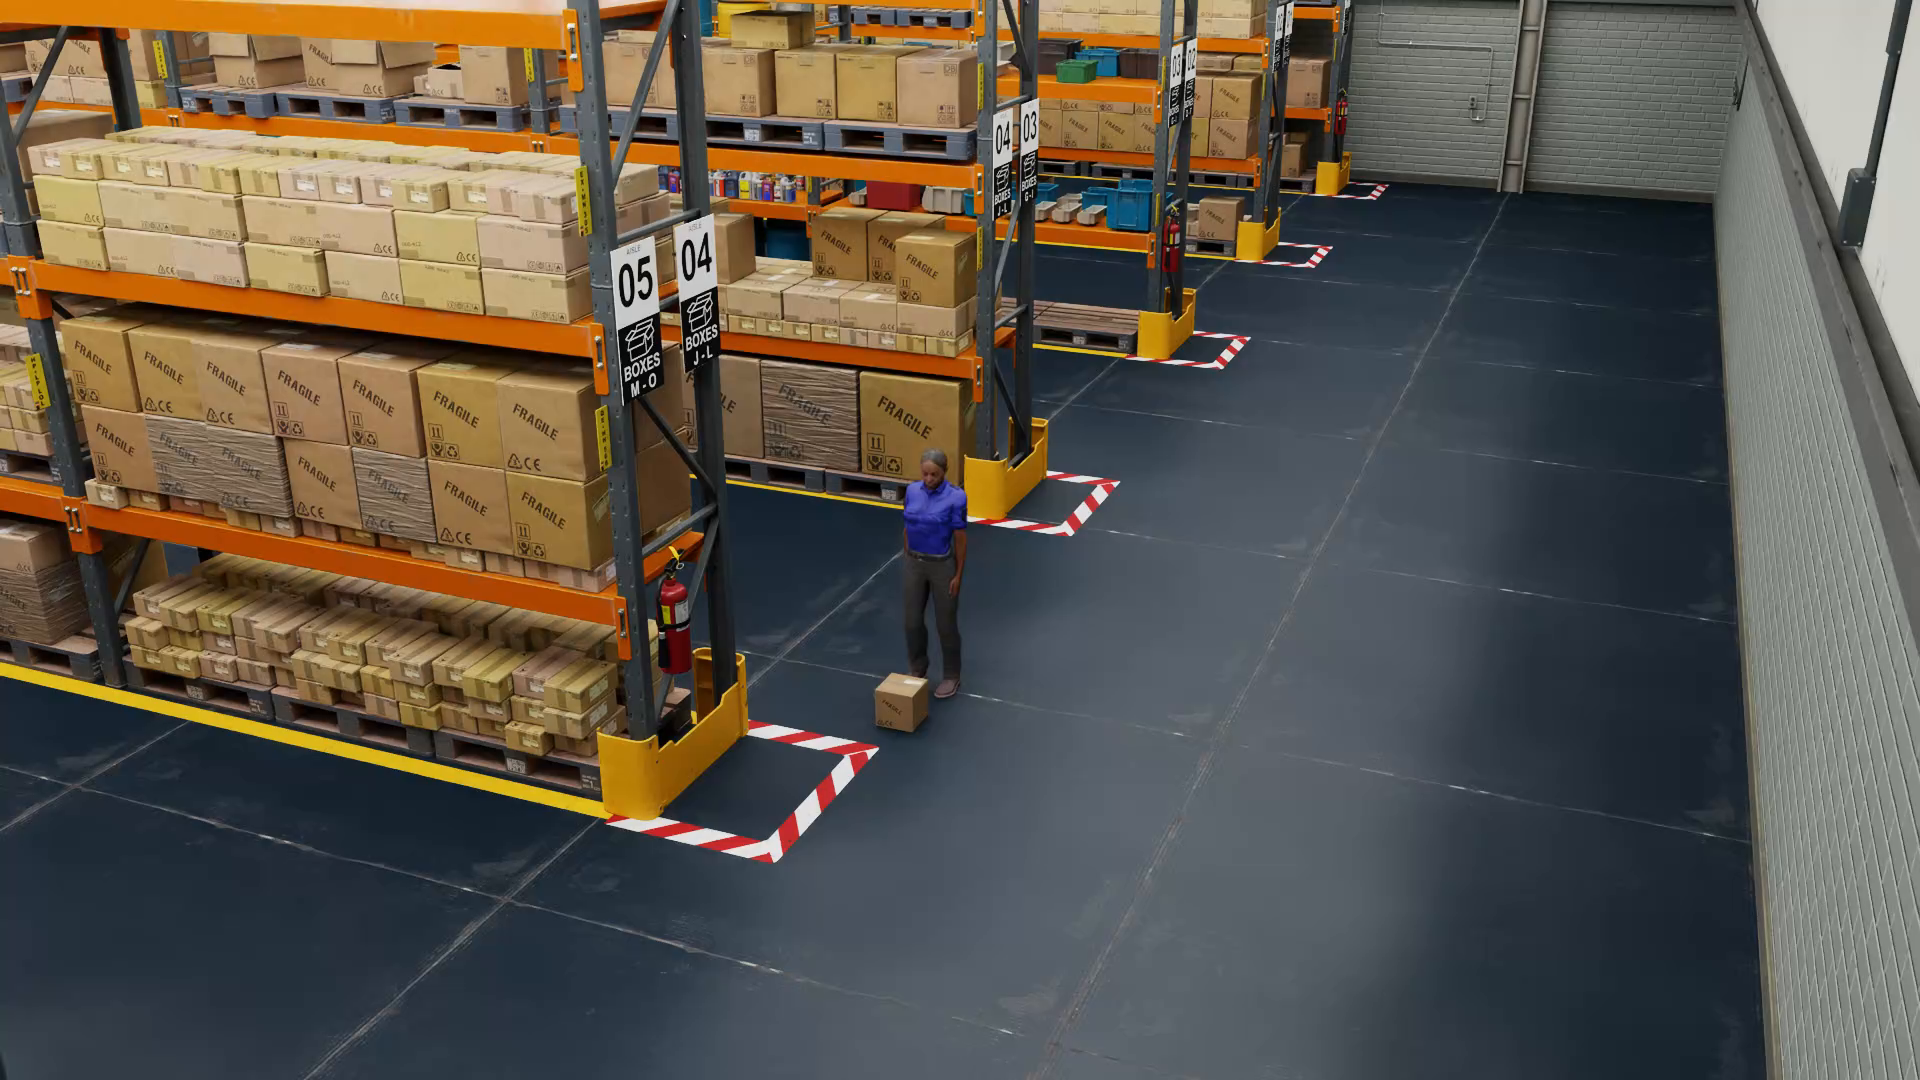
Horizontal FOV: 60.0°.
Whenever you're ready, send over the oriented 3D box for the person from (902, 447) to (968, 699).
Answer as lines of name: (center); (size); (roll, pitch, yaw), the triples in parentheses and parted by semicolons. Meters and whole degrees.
person: (-0.169, 0.195, 10.453); (0.429, 1.653, 0.305); (9, 24, 21)
